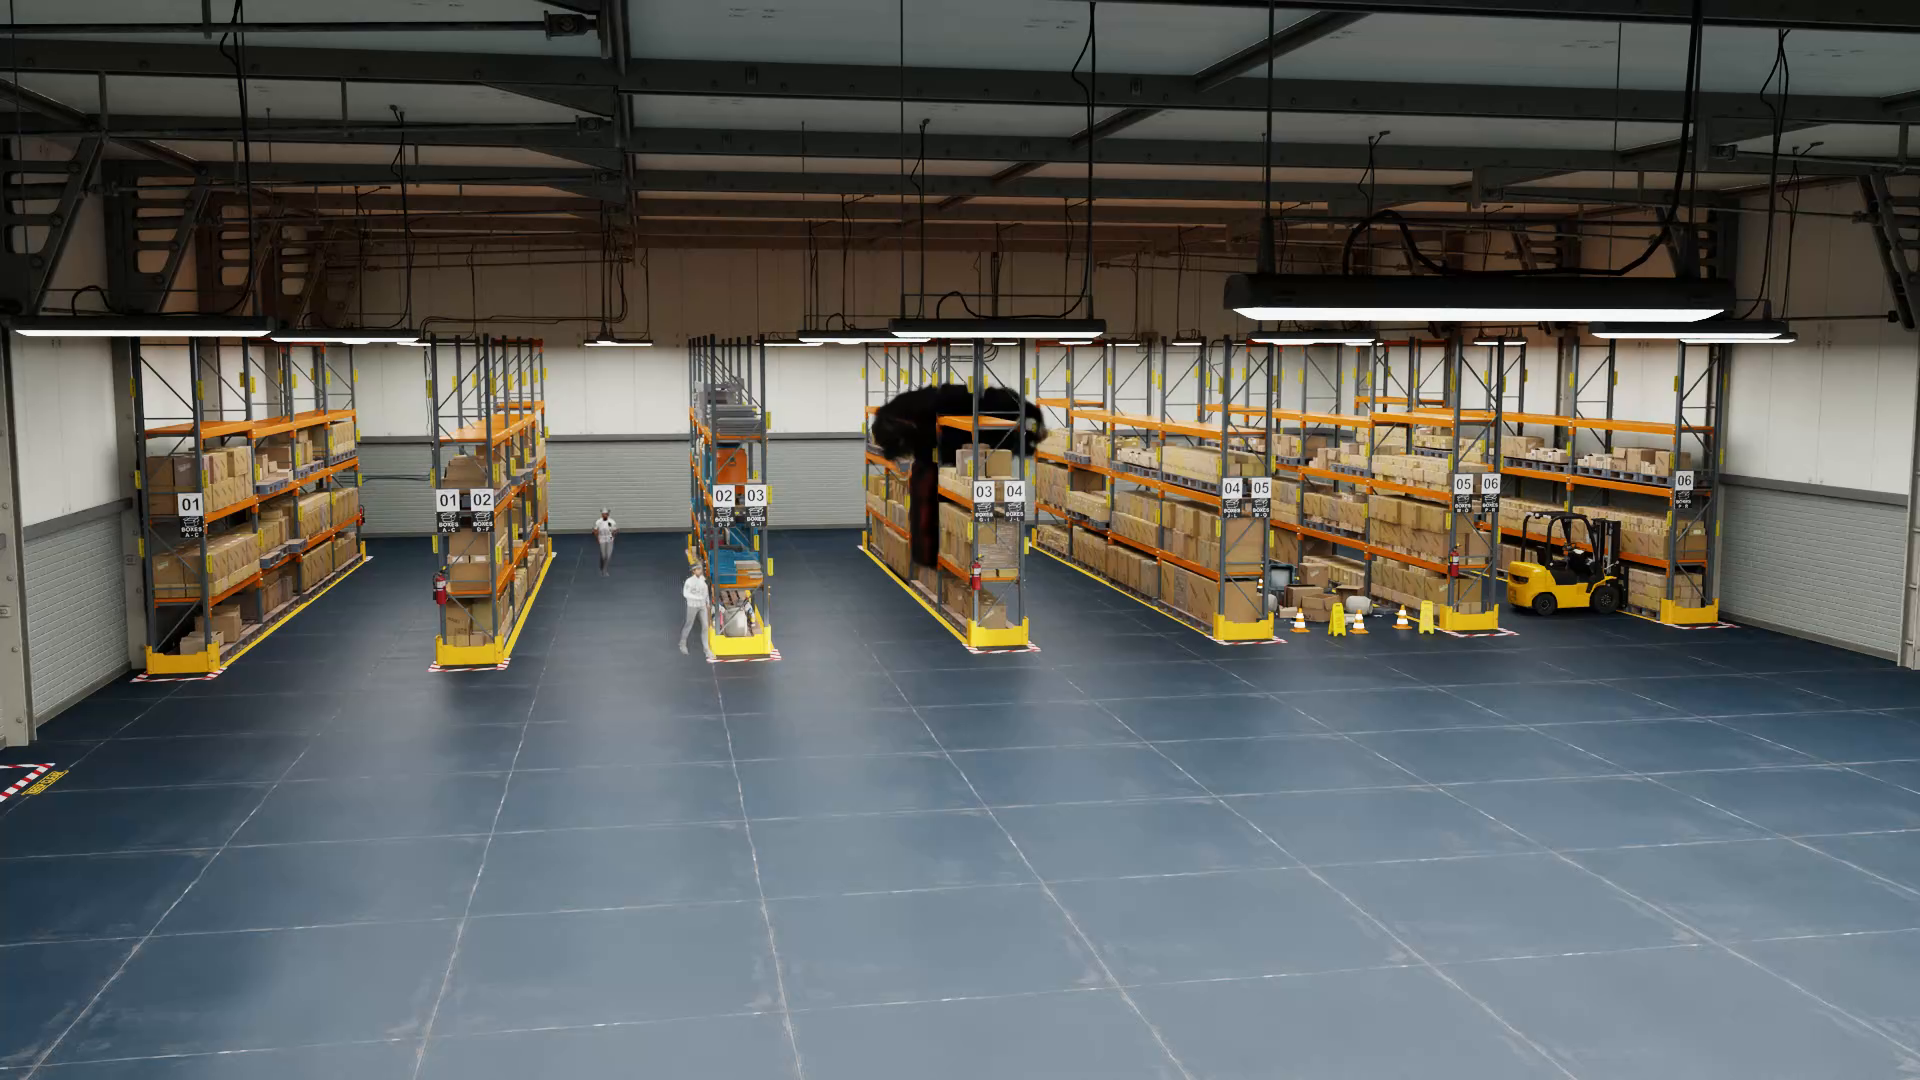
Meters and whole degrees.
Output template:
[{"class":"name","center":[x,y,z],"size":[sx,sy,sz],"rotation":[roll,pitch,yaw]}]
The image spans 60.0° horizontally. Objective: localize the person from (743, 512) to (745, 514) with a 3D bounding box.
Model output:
[{"class":"person","center":[-6.130,-0.553,47.821],"size":[0.582,1.678,0.605],"rotation":[1,7,10]}]

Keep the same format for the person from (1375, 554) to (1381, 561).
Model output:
[{"class":"person","center":[10.665,0.176,41.742],"size":[0.541,1.585,0.973],"rotation":[-2,7,-18]}]

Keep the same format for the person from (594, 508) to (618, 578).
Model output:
[{"class":"person","center":[-8.472,0.073,39.824],"size":[0.561,1.702,0.573],"rotation":[-2,7,-14]}]

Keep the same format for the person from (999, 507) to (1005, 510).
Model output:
[{"class":"person","center":[1.066,-0.610,48.217],"size":[0.634,1.635,0.507],"rotation":[2,7,15]}]

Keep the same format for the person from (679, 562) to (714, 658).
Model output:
[{"class":"person","center":[-4.788,1.242,30.204],"size":[0.819,1.725,0.630],"rotation":[6,9,41]}]
